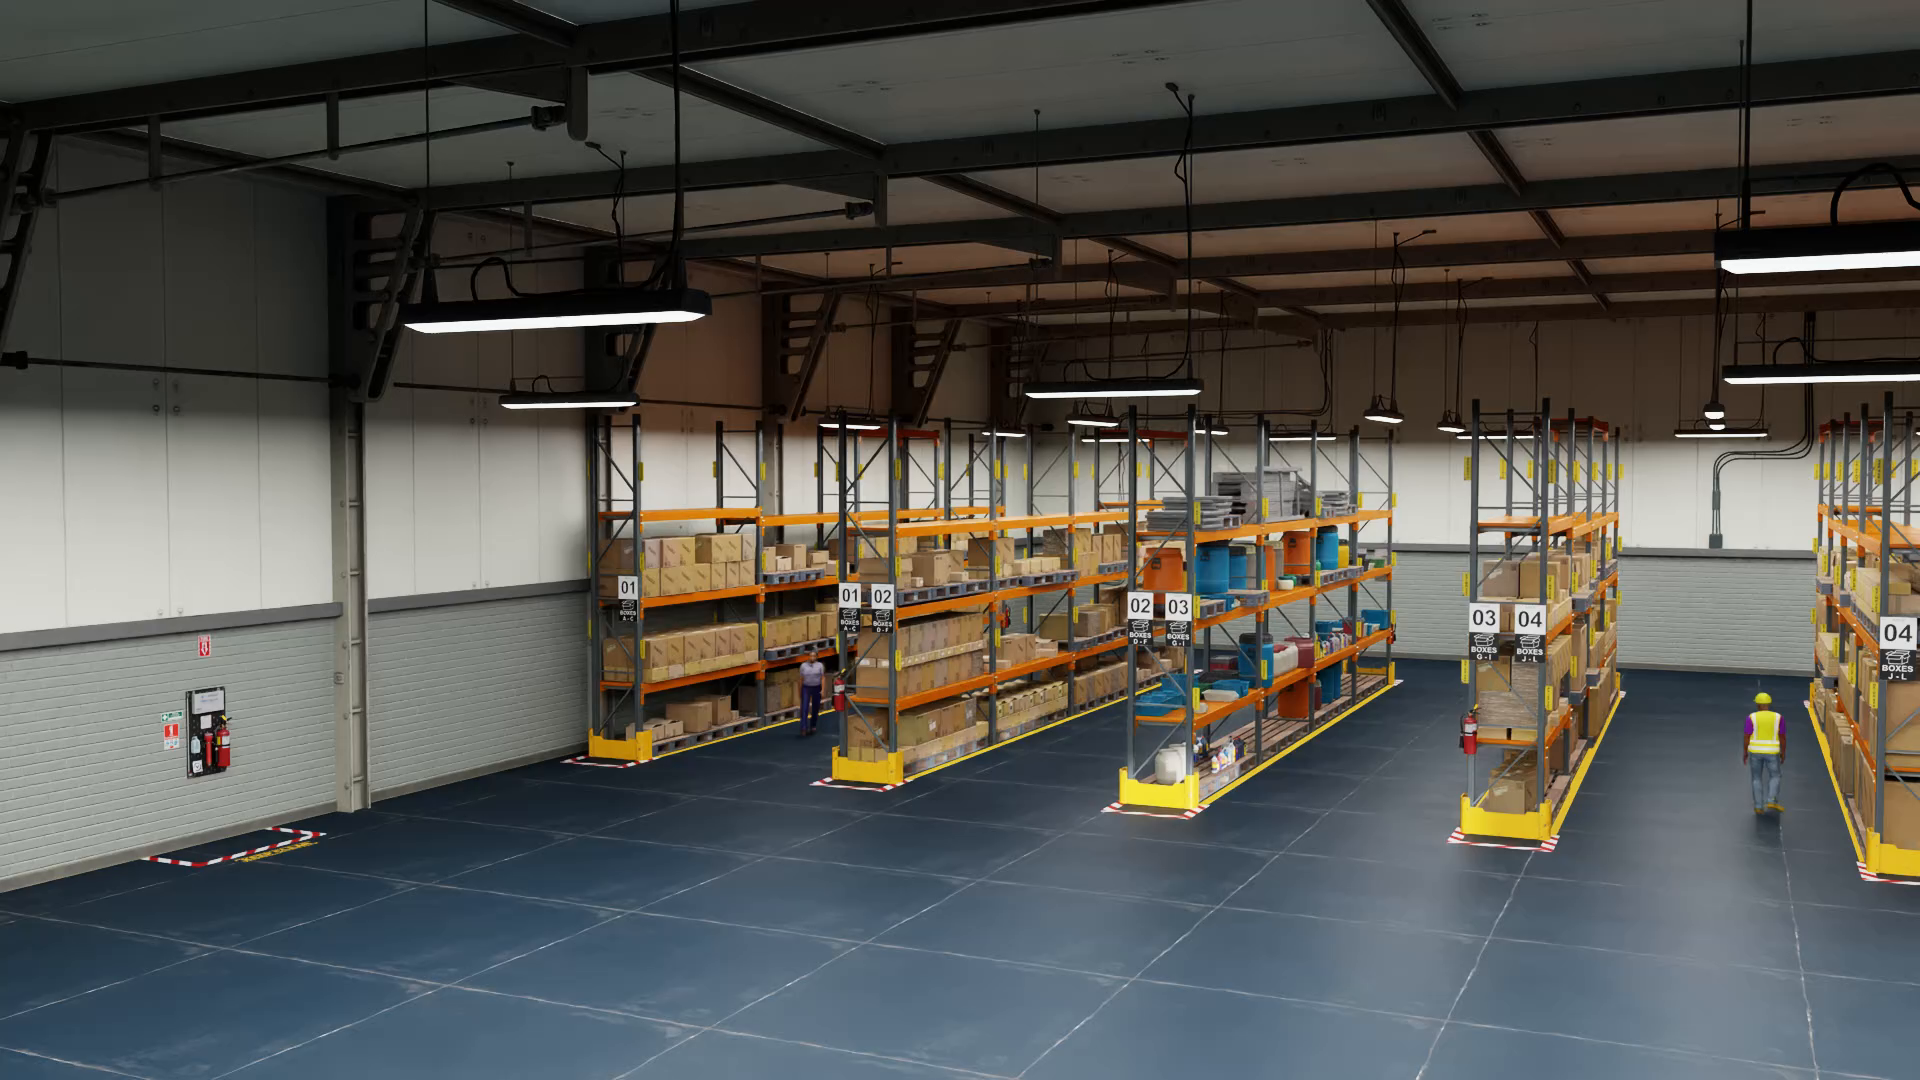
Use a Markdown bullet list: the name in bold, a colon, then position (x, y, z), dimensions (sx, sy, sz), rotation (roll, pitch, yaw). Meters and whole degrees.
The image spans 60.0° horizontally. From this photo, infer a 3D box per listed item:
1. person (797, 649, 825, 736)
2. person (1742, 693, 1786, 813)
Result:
- **person**: position (-2.831, 2.885, 31.573), dimensions (0.547, 1.611, 0.848), rotation (-1, 2, -13)
- **person**: position (11.774, 3.124, 24.351), dimensions (0.573, 1.765, 0.535), rotation (1, 3, 25)
